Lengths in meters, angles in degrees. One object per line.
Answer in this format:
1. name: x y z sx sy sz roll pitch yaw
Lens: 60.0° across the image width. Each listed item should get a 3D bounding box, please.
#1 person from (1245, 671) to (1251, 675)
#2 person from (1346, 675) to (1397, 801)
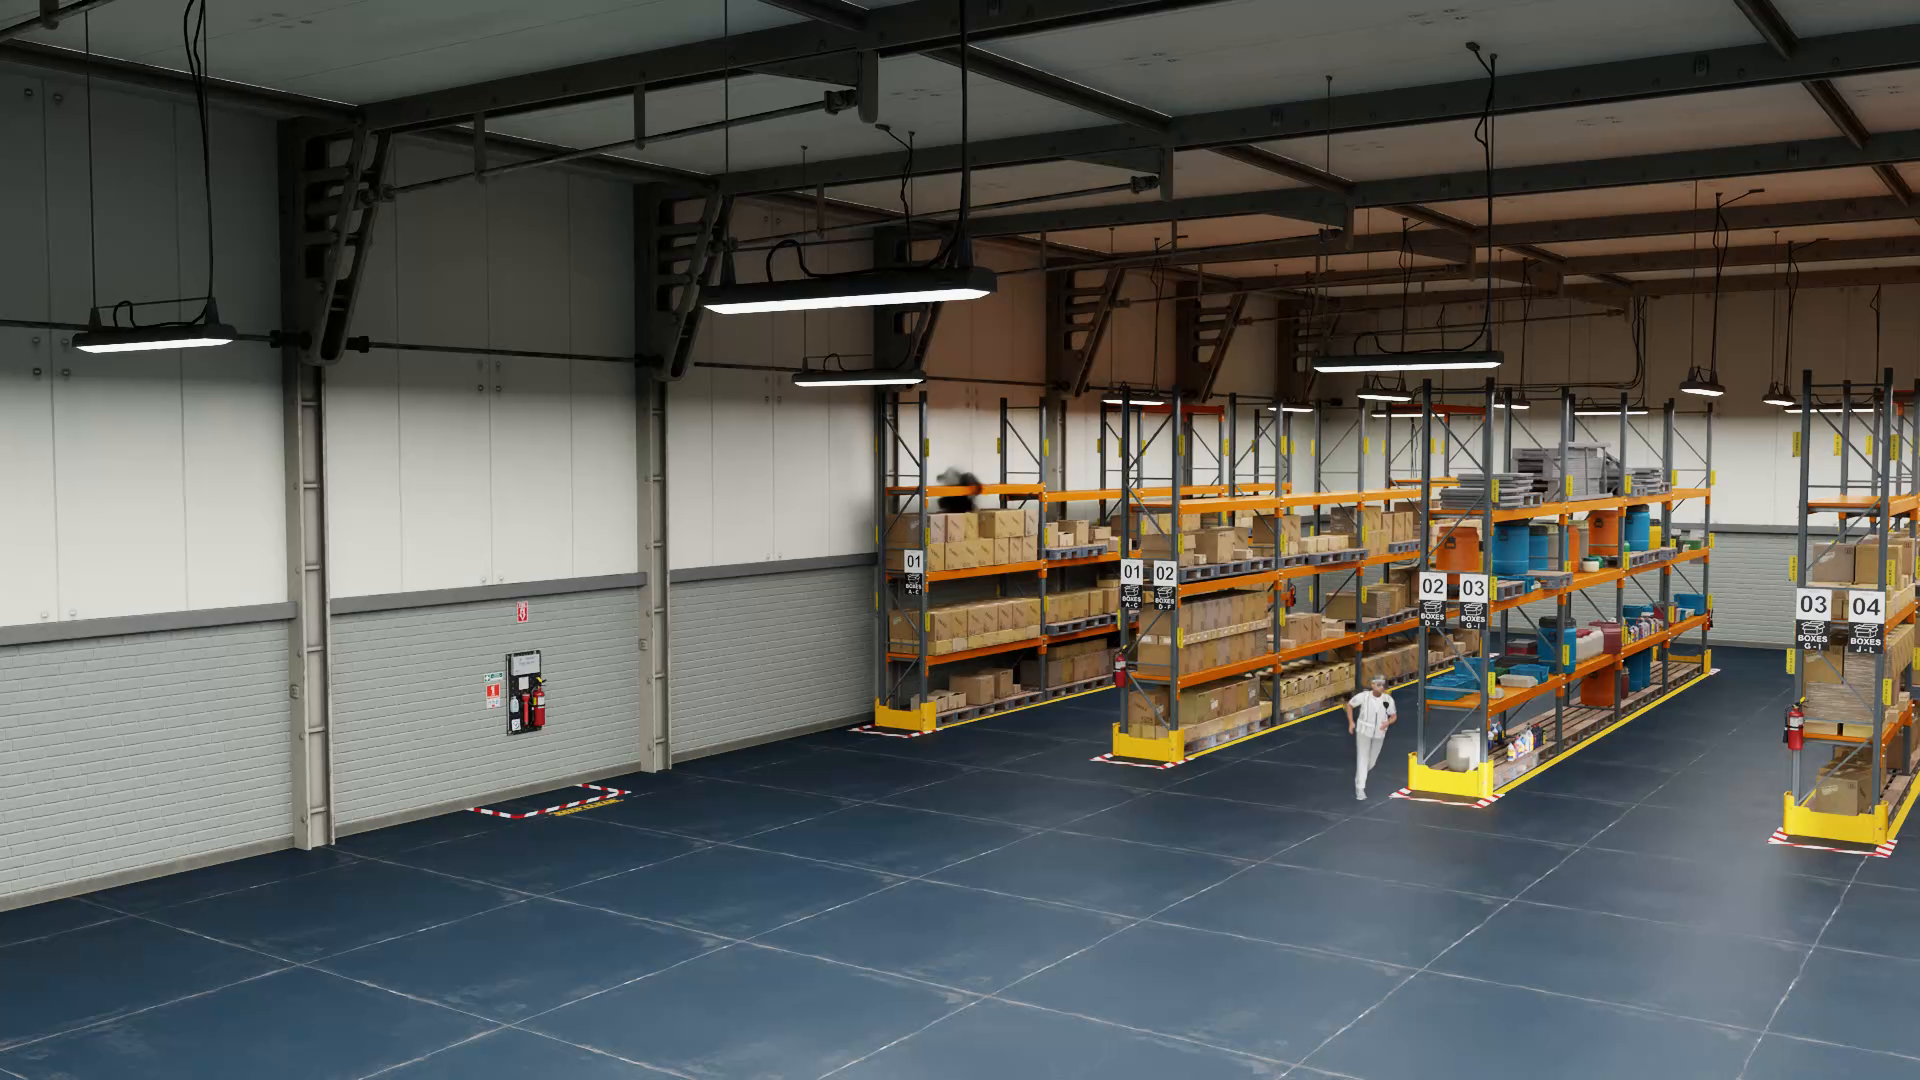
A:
1. person: 5.764 2.244 33.753 0.664 1.739 0.603 2 4 31
2. person: 5.951 2.805 24.024 0.699 1.759 0.928 0 3 0
